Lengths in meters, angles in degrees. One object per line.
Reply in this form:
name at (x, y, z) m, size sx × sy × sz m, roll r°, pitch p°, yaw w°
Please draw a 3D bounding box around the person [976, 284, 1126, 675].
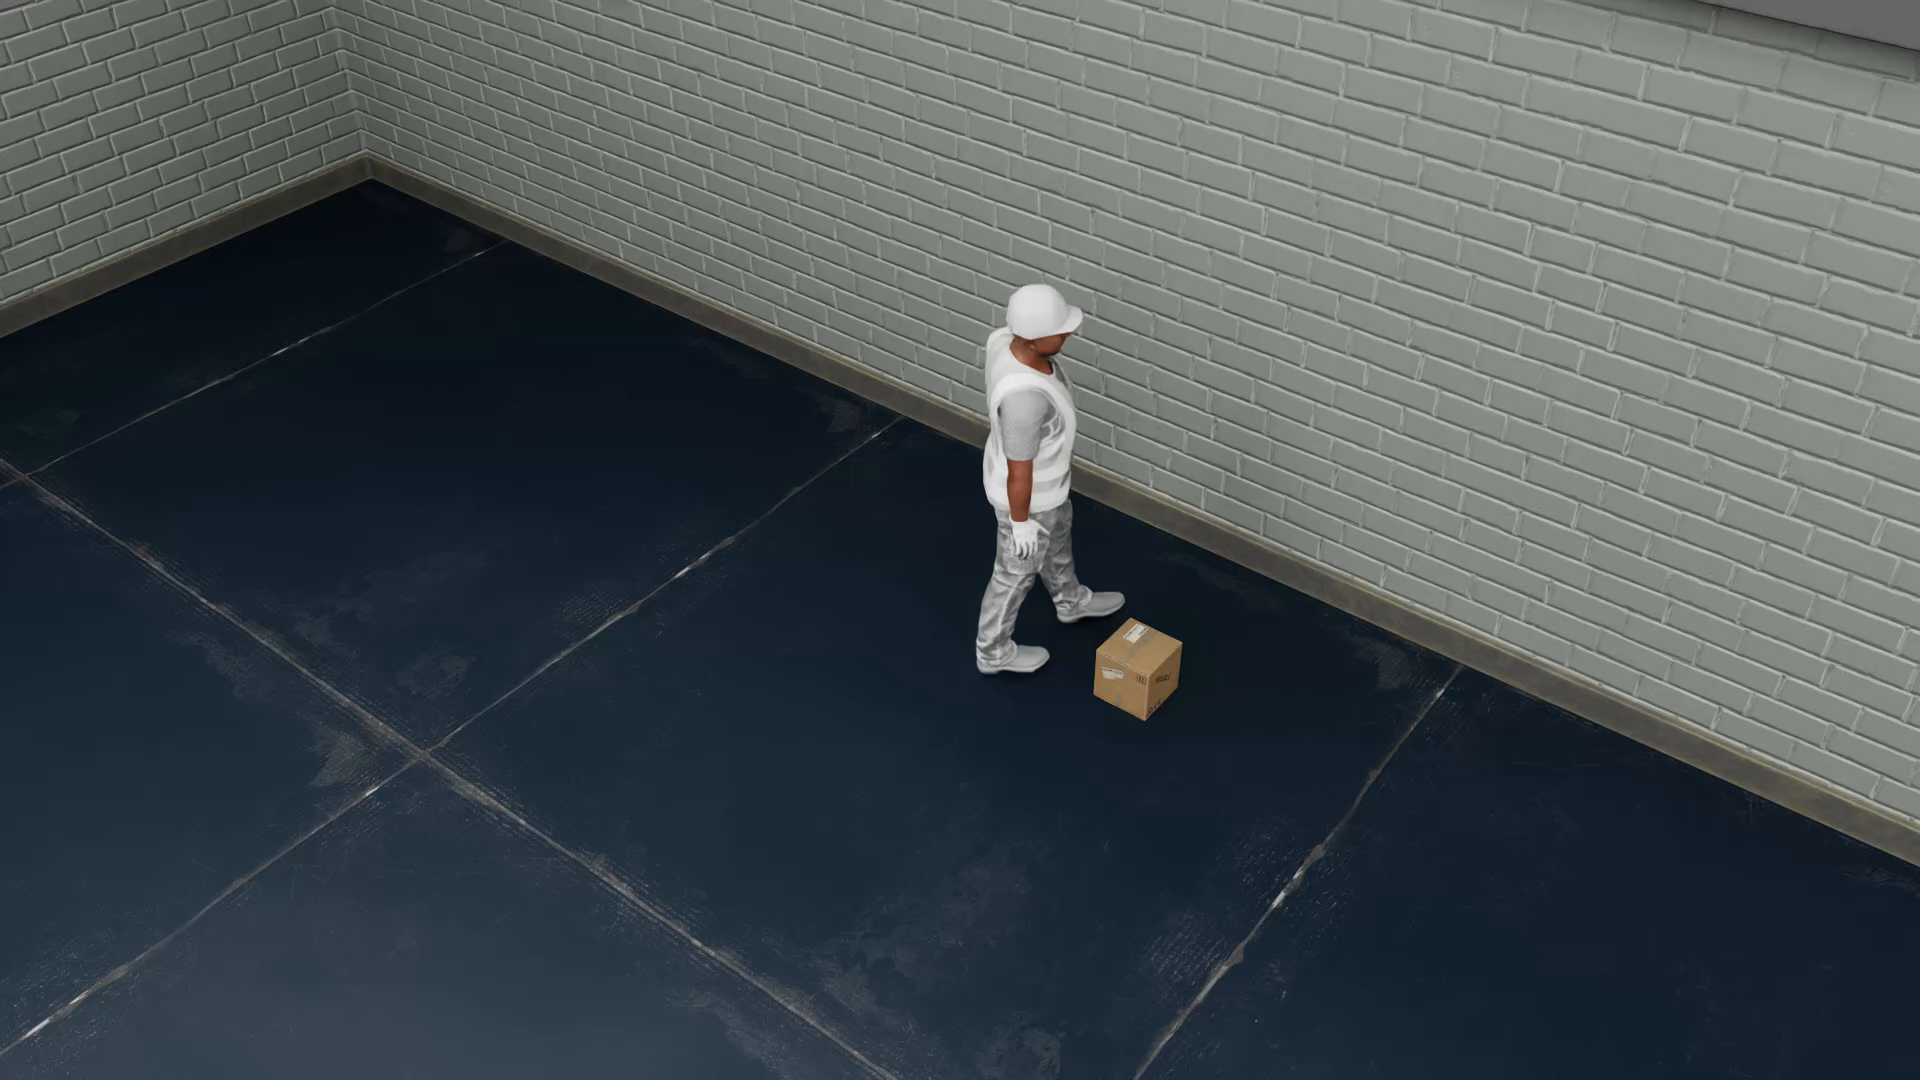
person at (0.392, -0.226, 6.406) m, size 0.662 × 1.782 × 0.589 m, roll -2°, pitch 39°, yaw -2°
